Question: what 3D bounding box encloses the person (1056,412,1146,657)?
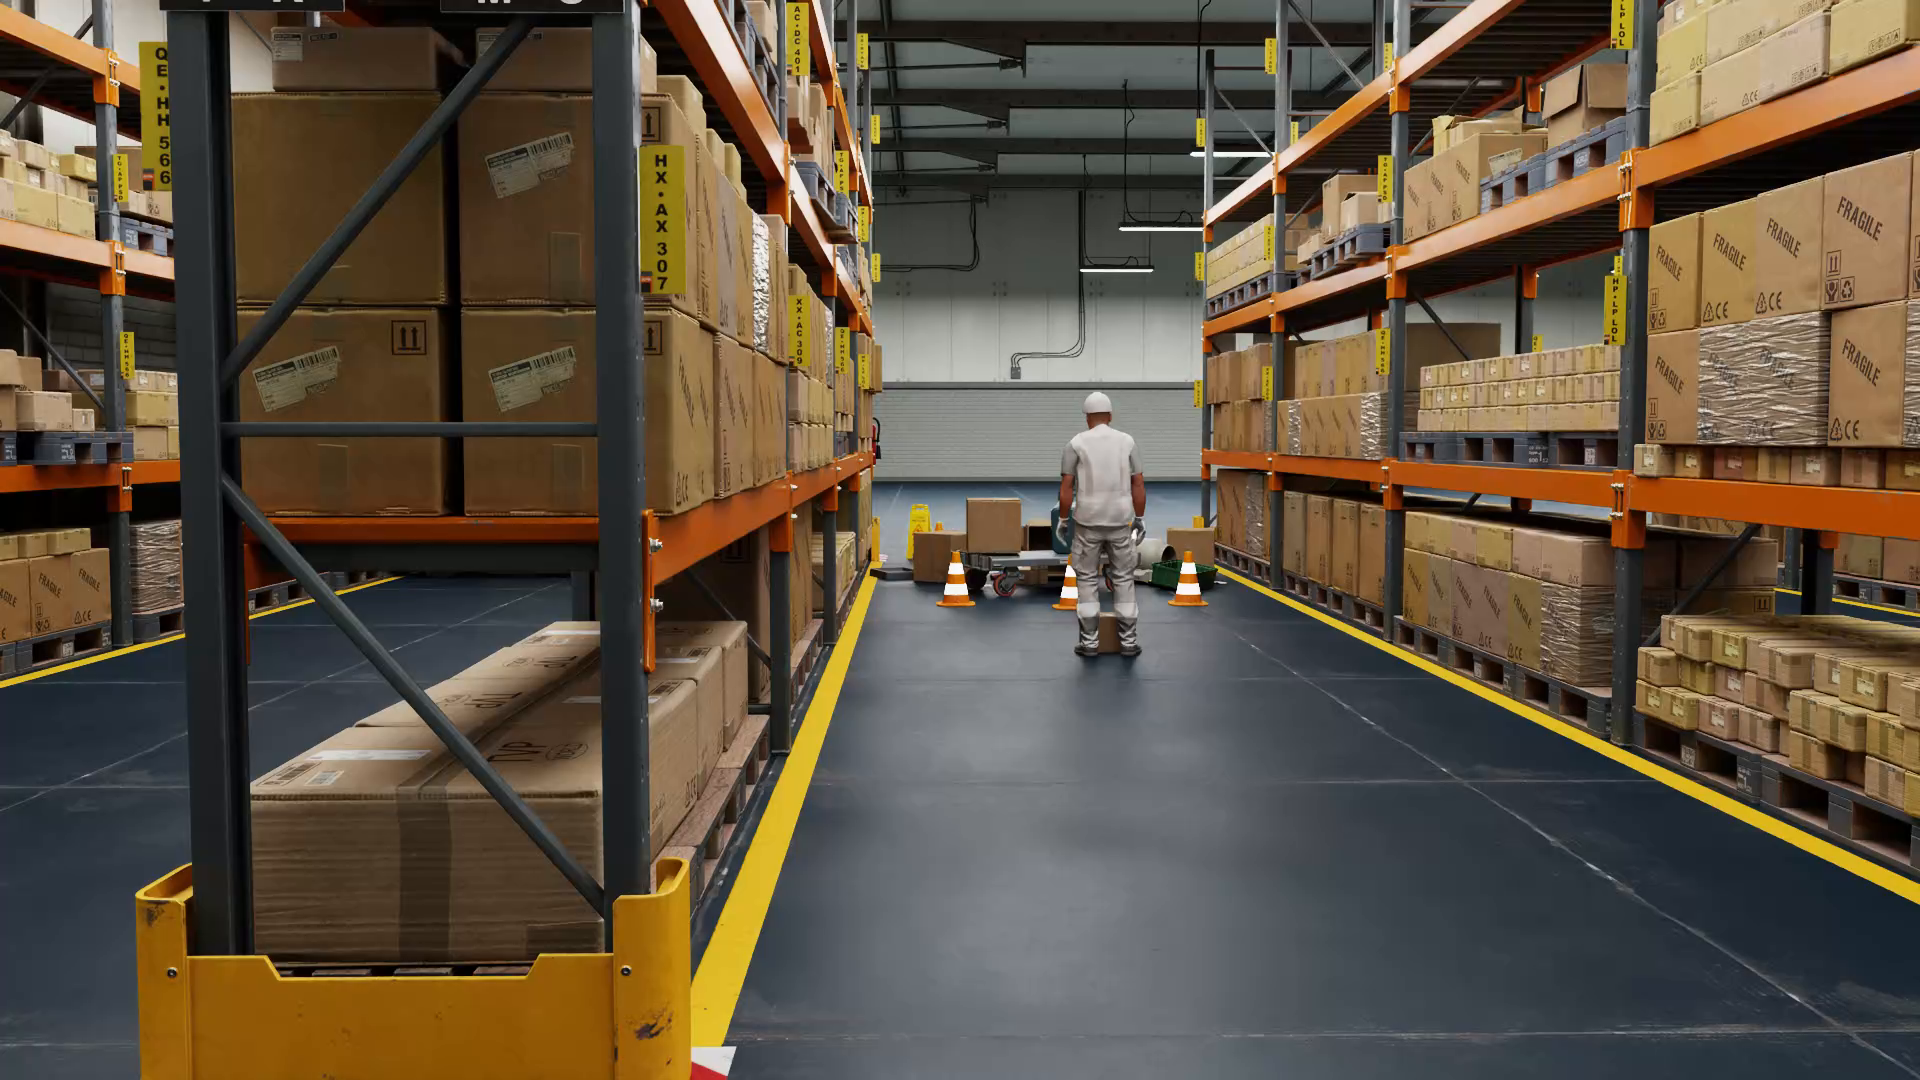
[{"bbox_3d":[13.183,-0.644,19.936,26.309,1.734,16.022,0,4,-4],"label":"person"}]
